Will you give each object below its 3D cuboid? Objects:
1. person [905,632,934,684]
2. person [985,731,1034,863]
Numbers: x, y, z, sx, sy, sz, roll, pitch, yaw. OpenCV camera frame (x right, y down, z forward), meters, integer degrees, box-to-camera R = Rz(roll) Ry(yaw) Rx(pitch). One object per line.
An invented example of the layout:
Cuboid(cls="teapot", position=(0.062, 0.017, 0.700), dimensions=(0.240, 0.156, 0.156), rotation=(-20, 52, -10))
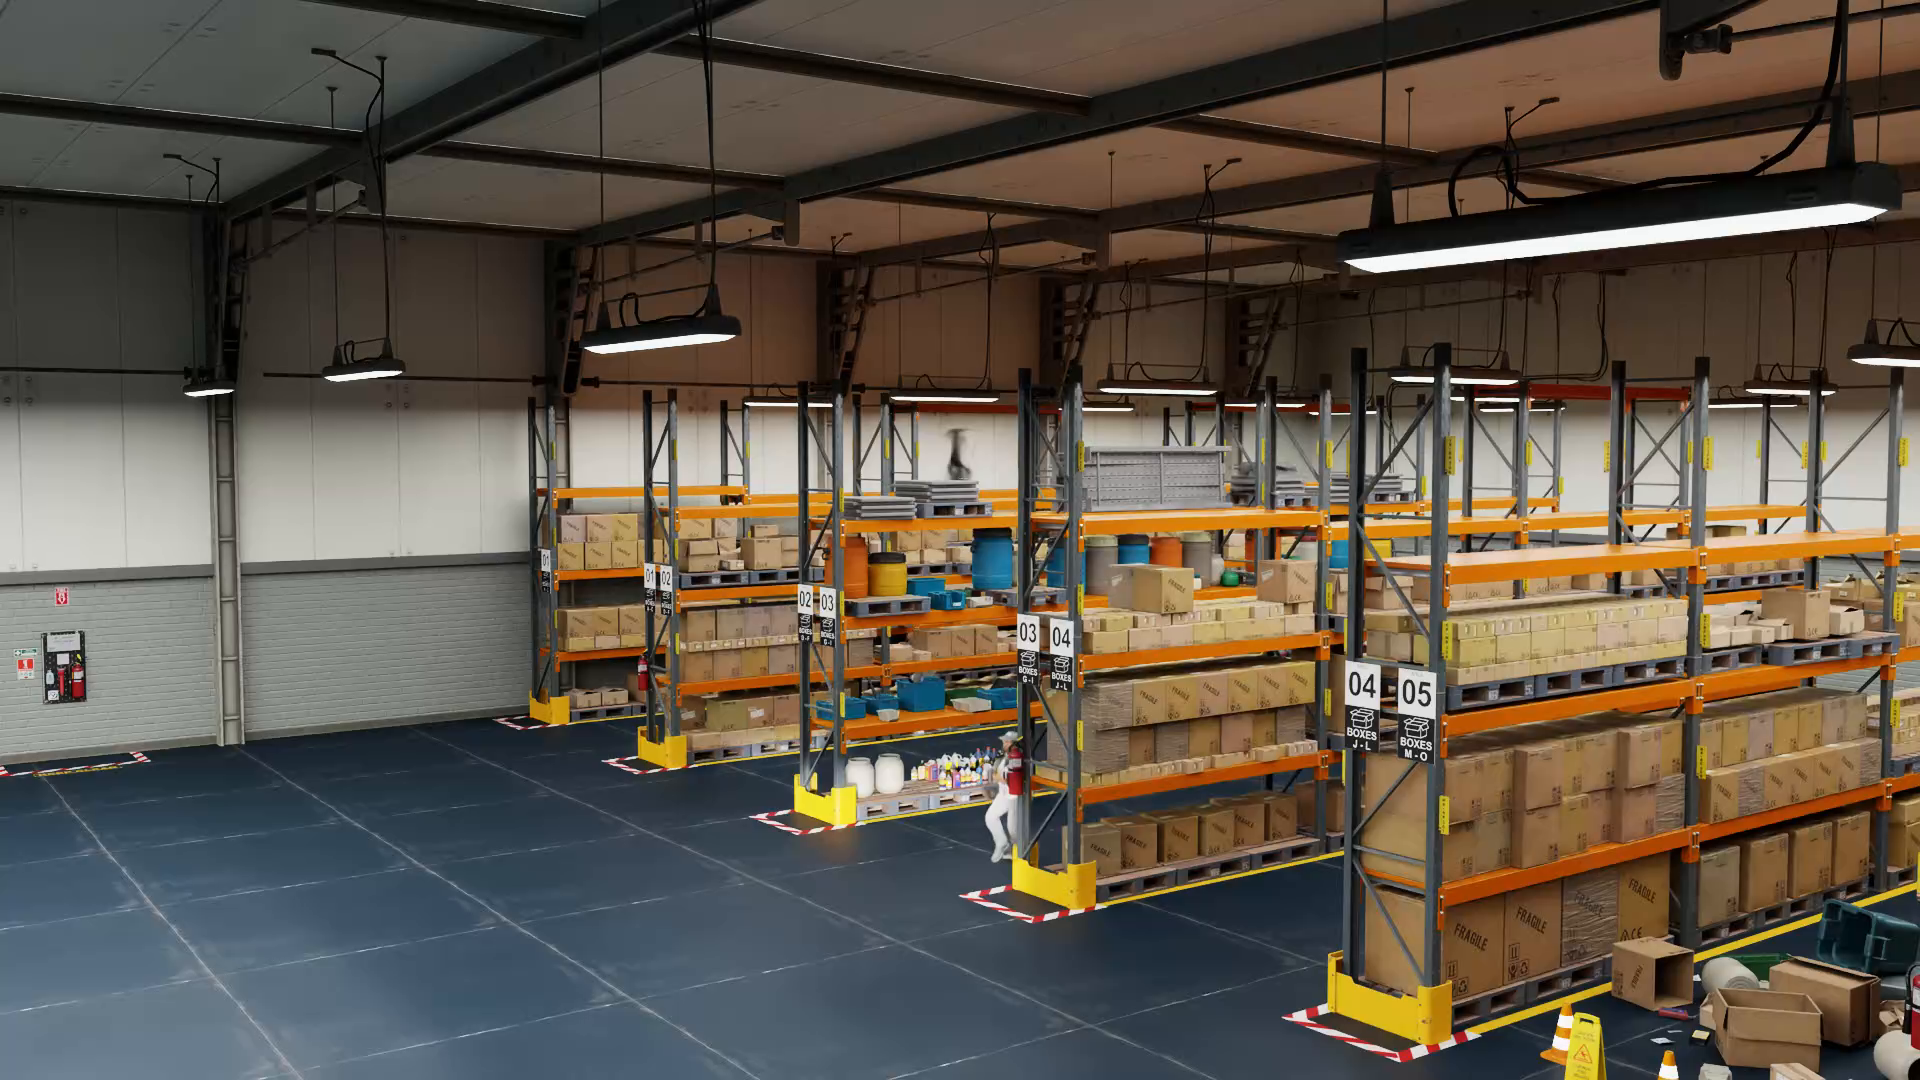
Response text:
Cuboid(cls="person", position=(-0.784, 2.595, 31.667), dimensions=(0.735, 1.420, 0.820), rotation=(3, 4, 38))
Cuboid(cls="person", position=(0.621, 3.141, 20.352), dimensions=(0.638, 1.631, 0.650), rotation=(-3, 4, -39))
